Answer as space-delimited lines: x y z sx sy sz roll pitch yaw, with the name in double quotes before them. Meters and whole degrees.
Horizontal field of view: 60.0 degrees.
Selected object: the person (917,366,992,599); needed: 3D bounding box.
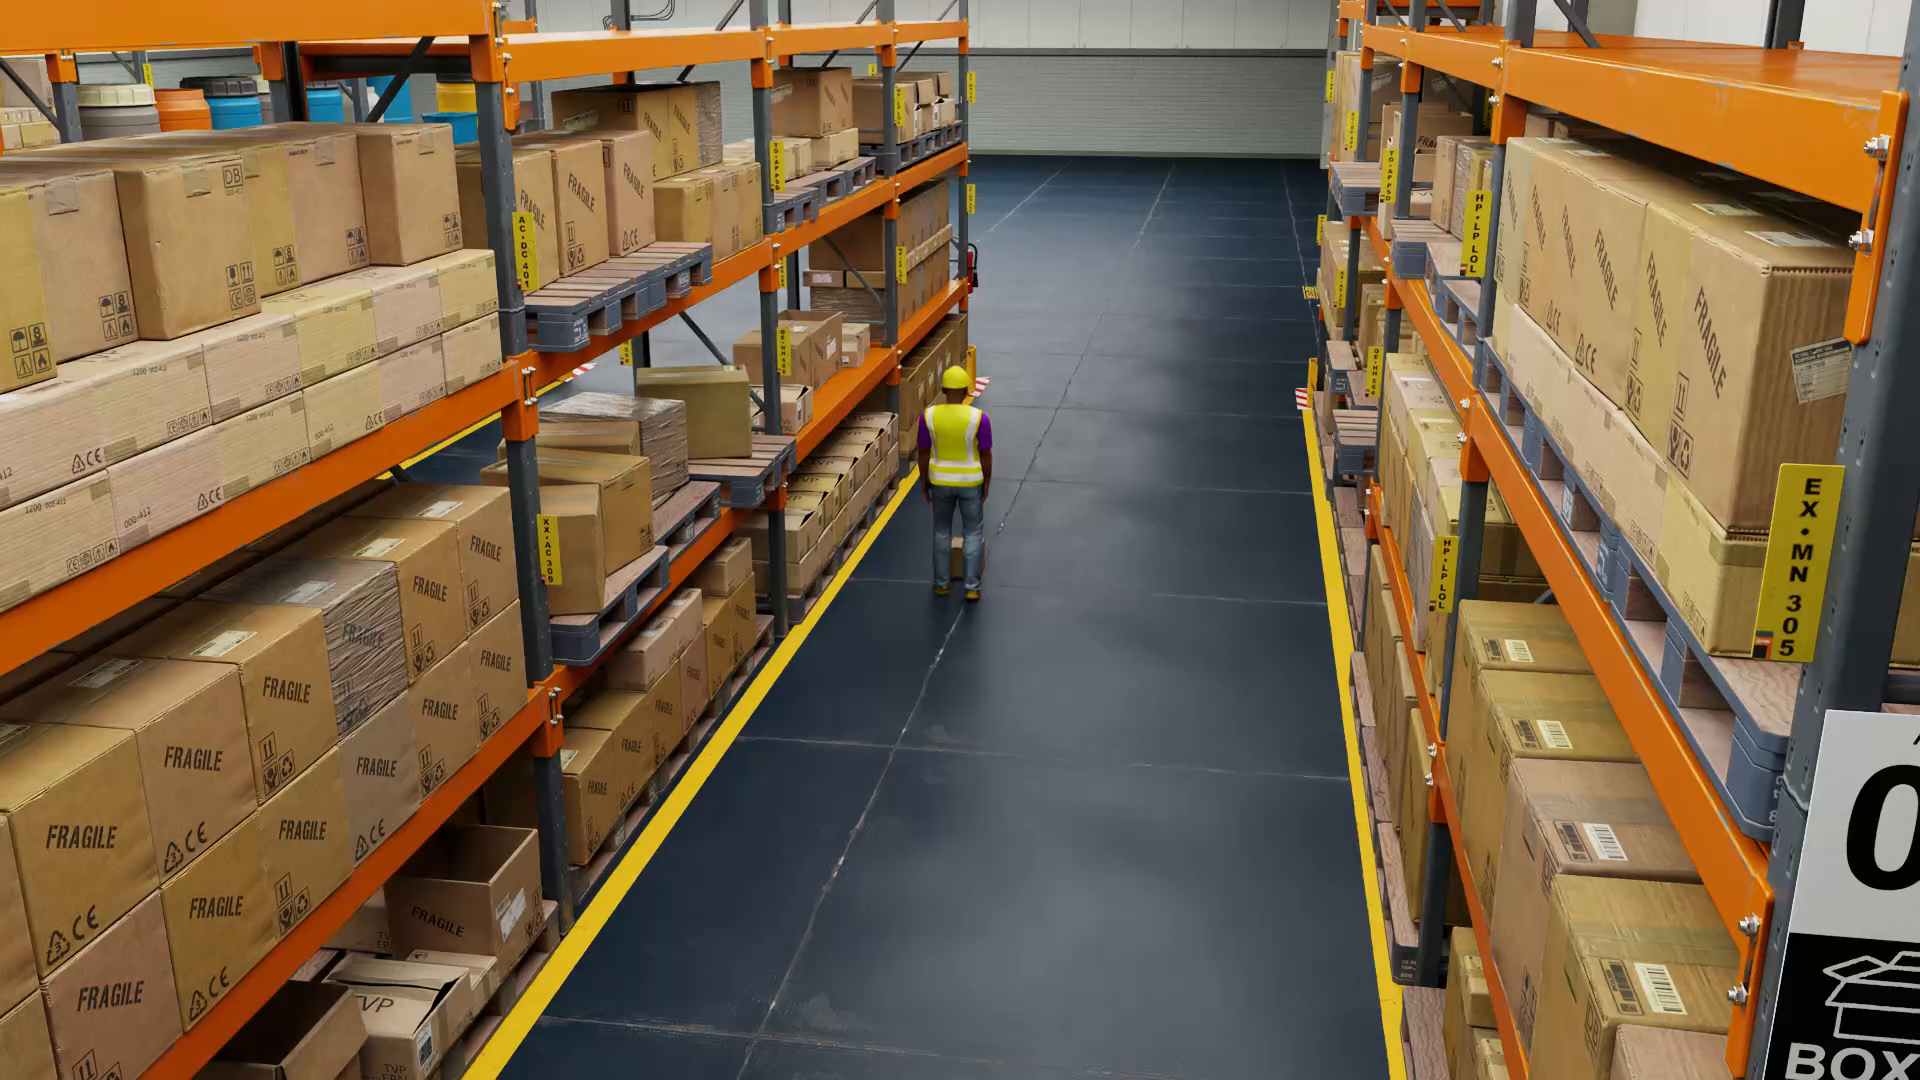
"person" -0.031 -0.404 12.408 0.562 1.824 0.397 3 18 9
